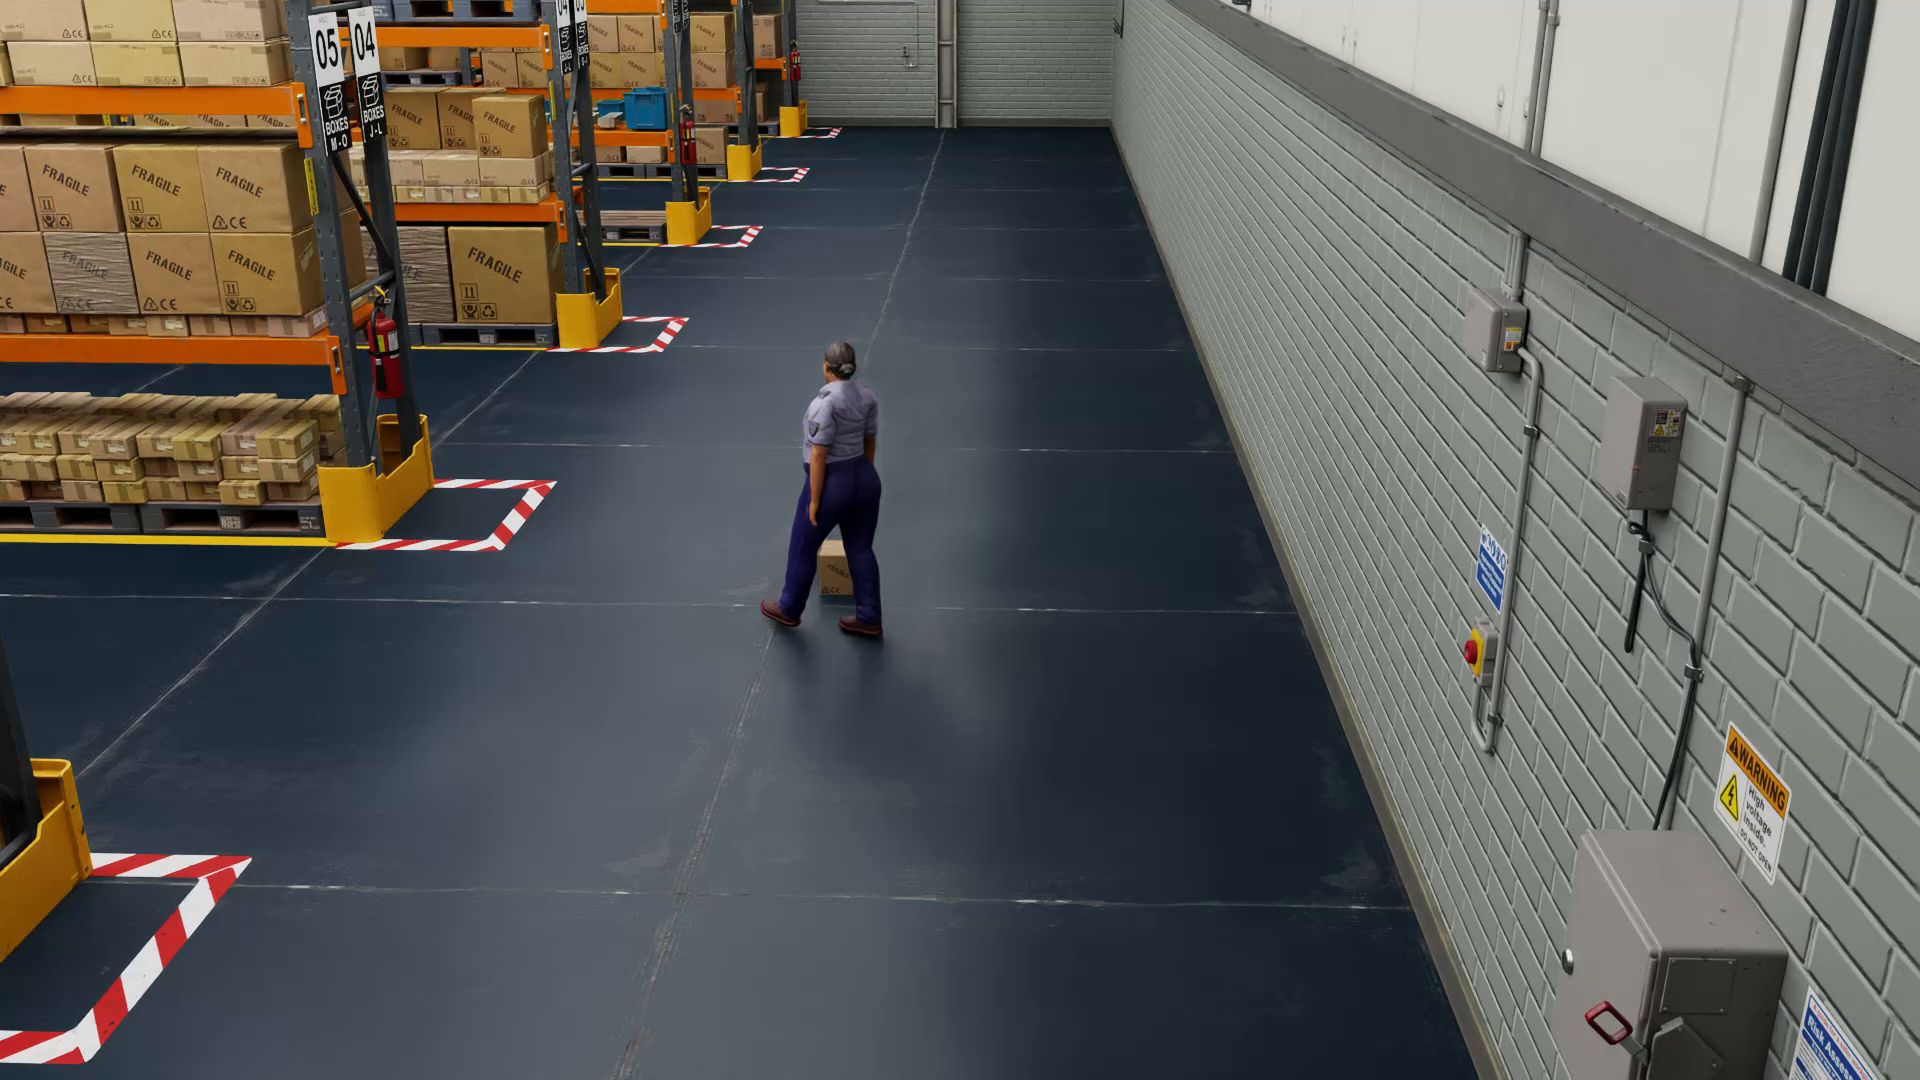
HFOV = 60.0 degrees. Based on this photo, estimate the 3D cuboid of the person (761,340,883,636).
[{"bbox_3d":[-0.732,-0.296,9.065,0.524,1.631,0.691,-18,28,-40],"label":"person"}]
